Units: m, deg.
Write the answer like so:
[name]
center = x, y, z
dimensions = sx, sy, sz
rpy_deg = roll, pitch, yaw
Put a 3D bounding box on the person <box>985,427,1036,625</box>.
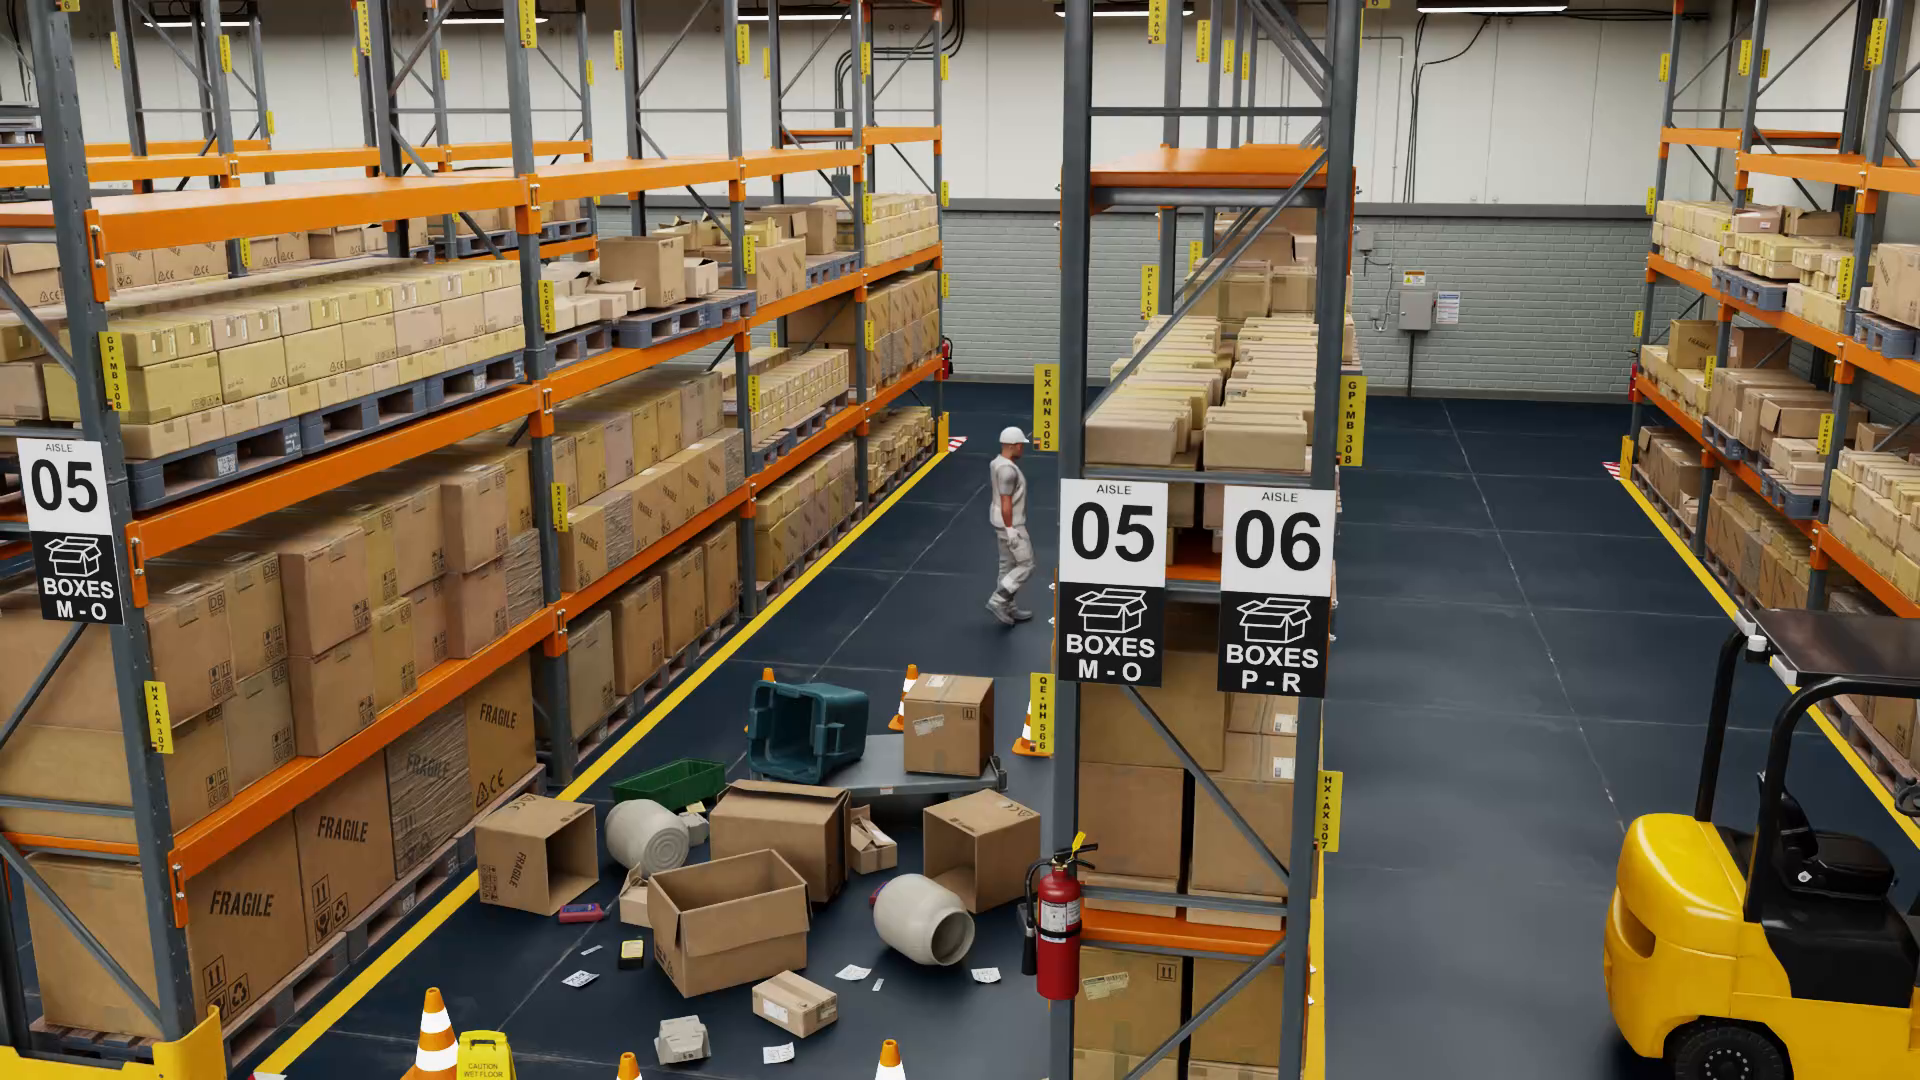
[person]
center = 0.440, -0.130, 14.939
dimensions = 0.477, 1.786, 0.561
rpy_deg = -2, 15, -7
